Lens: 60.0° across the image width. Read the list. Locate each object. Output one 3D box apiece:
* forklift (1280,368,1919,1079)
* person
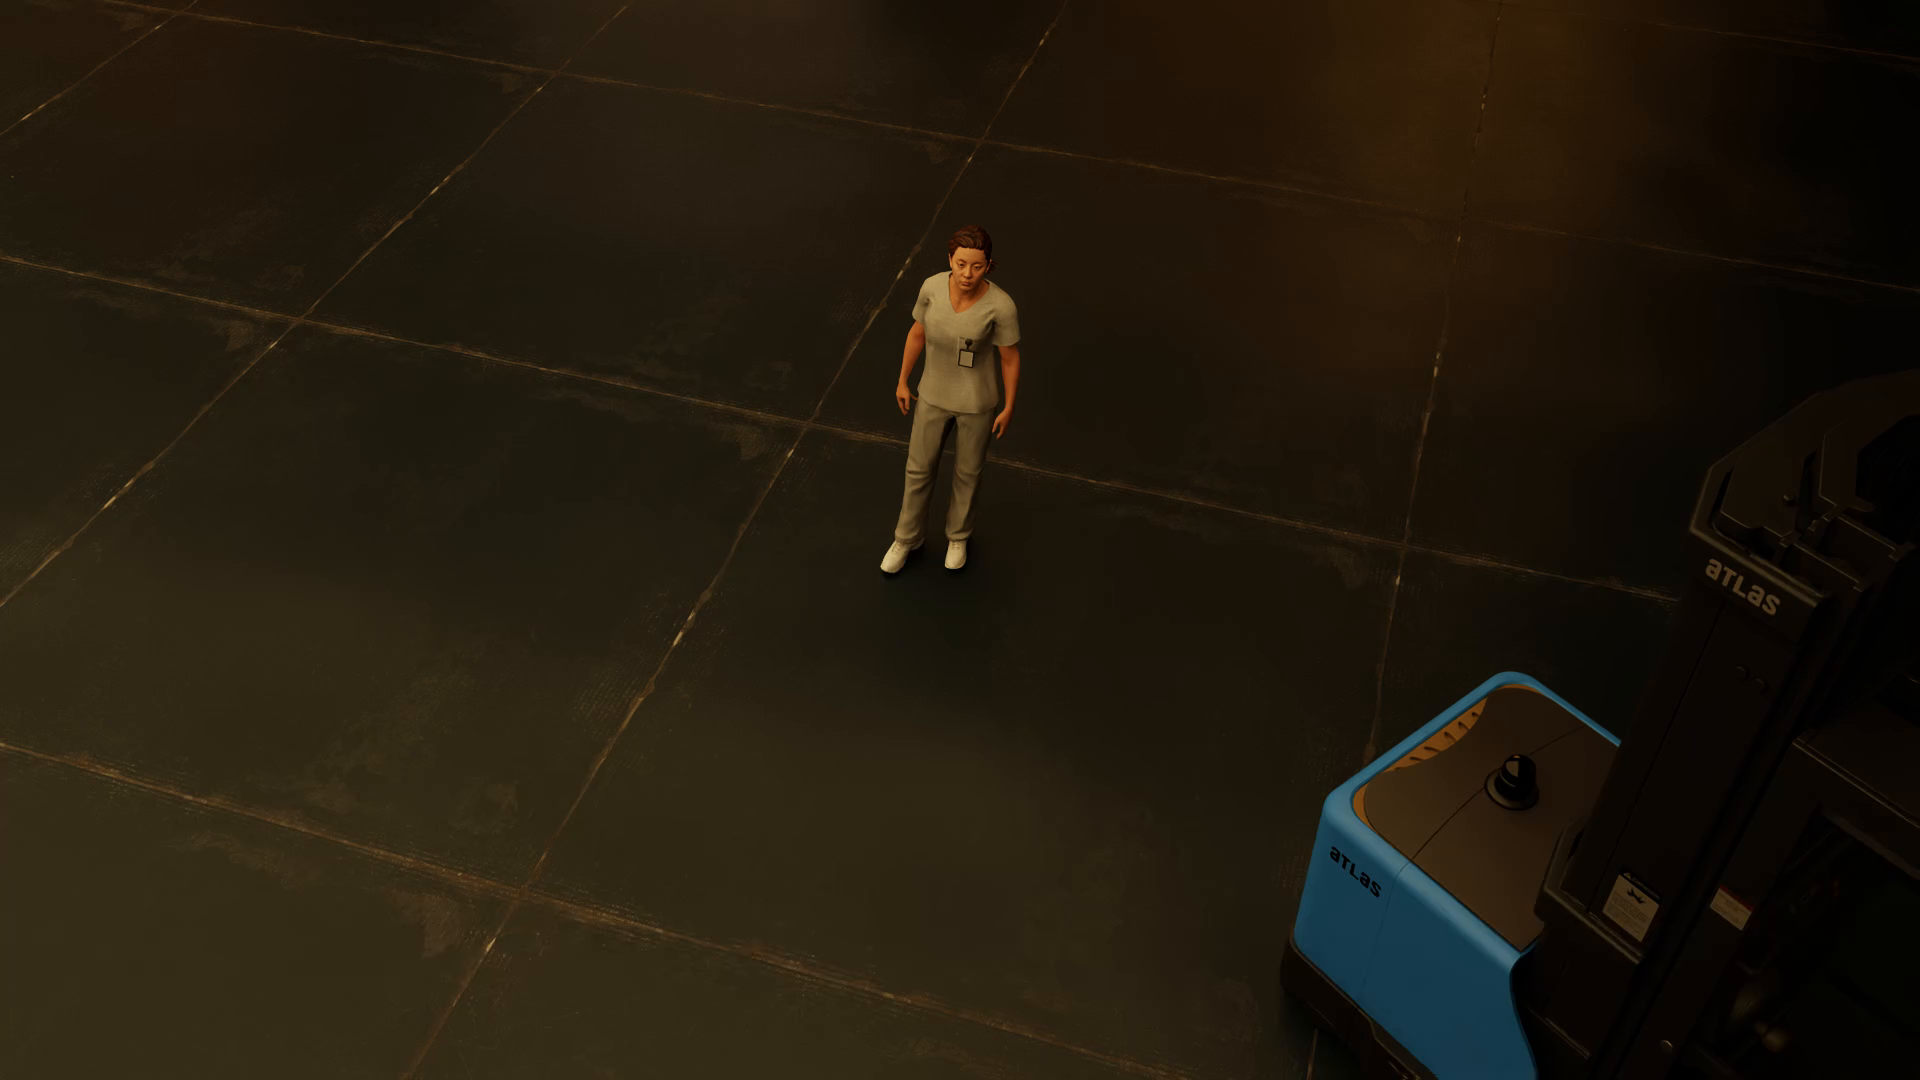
[{"bbox_3d":[2.468,1.137,4.466,1.130,2.935,3.031,-28,50,-27],"label":"forklift"},{"bbox_3d":[-0.035,-0.574,7.217,0.549,1.675,0.549,12,44,13],"label":"person"}]
